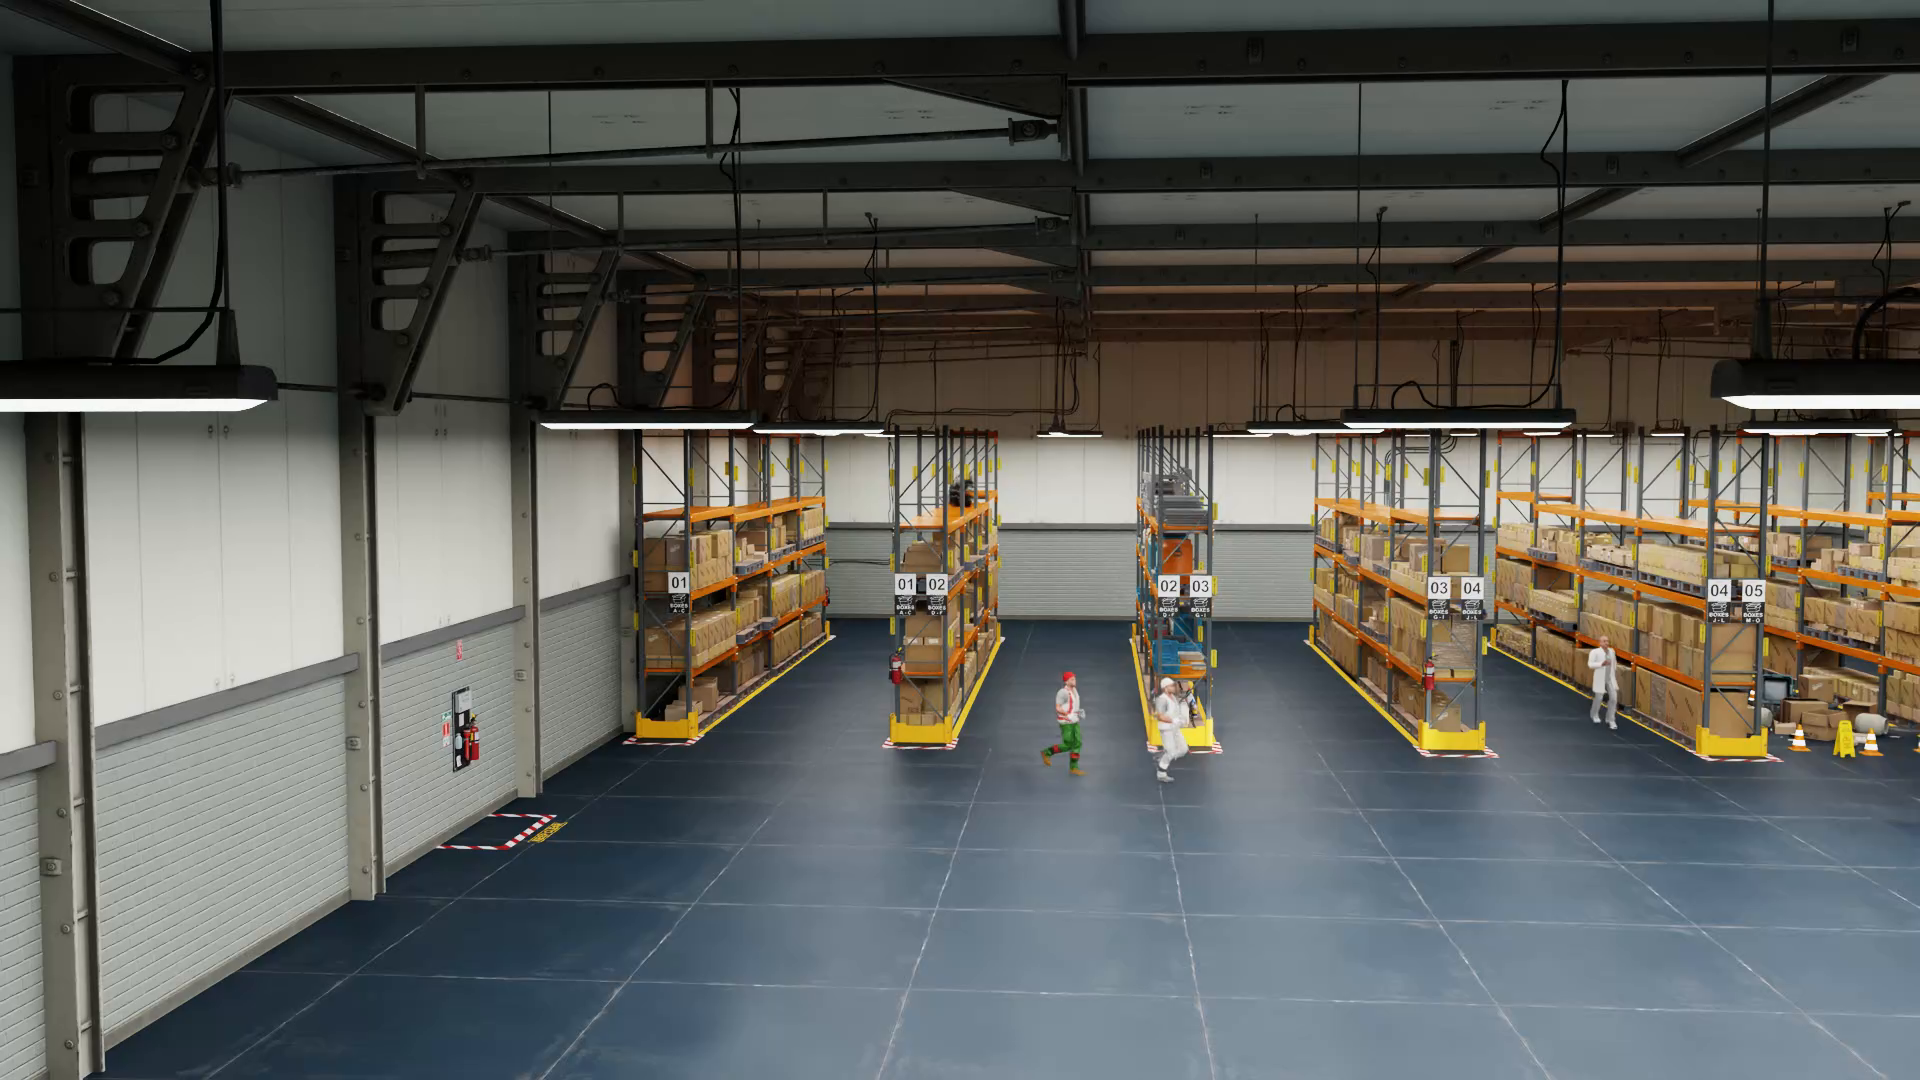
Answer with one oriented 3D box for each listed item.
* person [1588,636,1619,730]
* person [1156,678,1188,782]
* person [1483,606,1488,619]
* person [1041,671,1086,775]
[{"bbox_3d":[12.853,2.825,33.214,0.681,1.831,0.832,0,3,-2],"label":"person"},{"bbox_3d":[3.539,3.174,27.801,0.573,1.744,0.649,2,4,33],"label":"person"},{"bbox_3d":[13.466,2.307,43.389,0.548,1.725,0.764,1,3,8],"label":"person"},{"bbox_3d":[1.820,3.134,28.583,0.791,1.772,0.661,2,4,30],"label":"person"}]
